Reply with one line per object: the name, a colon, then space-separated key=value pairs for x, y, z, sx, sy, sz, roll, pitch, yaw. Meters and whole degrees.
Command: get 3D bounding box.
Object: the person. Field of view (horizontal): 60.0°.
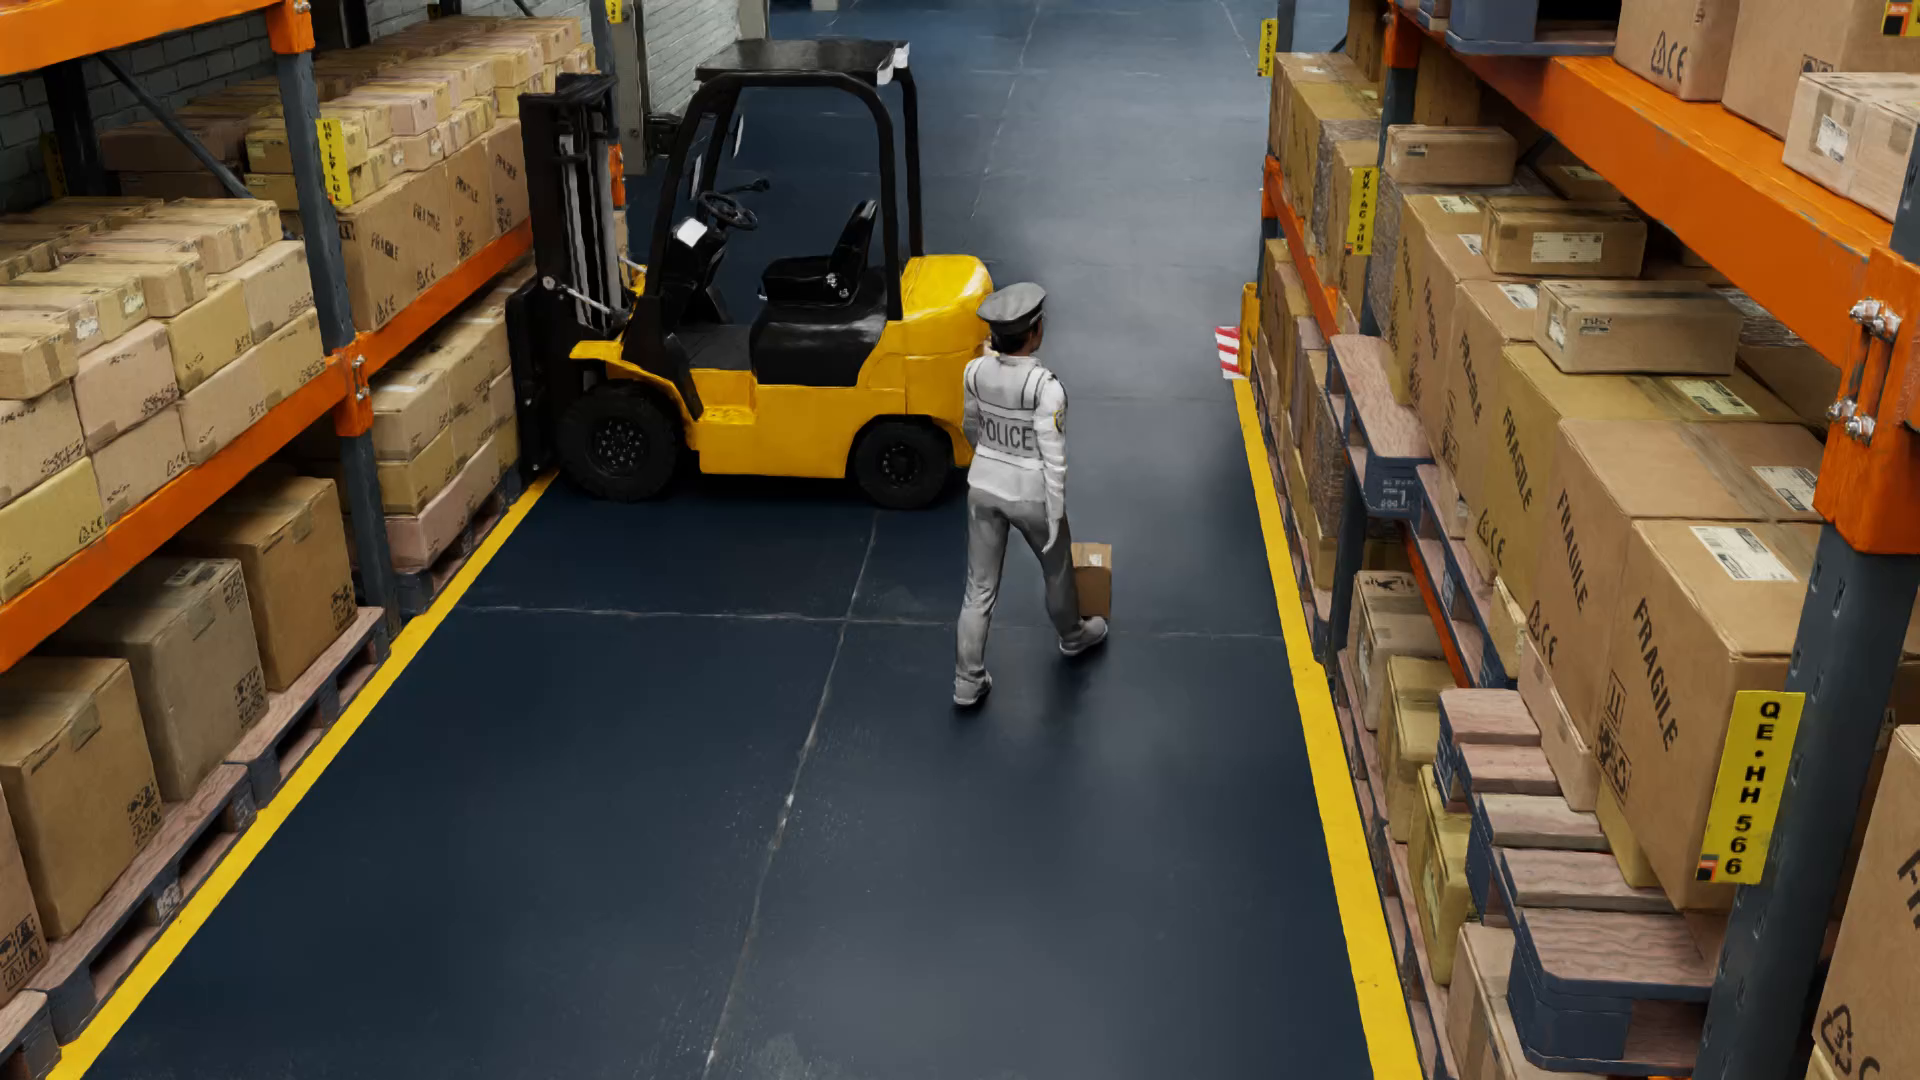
person: x=0.264 y=-0.219 z=6.522 sx=0.527 sy=1.656 sz=0.870 roll=14 pitch=28 yaw=27
